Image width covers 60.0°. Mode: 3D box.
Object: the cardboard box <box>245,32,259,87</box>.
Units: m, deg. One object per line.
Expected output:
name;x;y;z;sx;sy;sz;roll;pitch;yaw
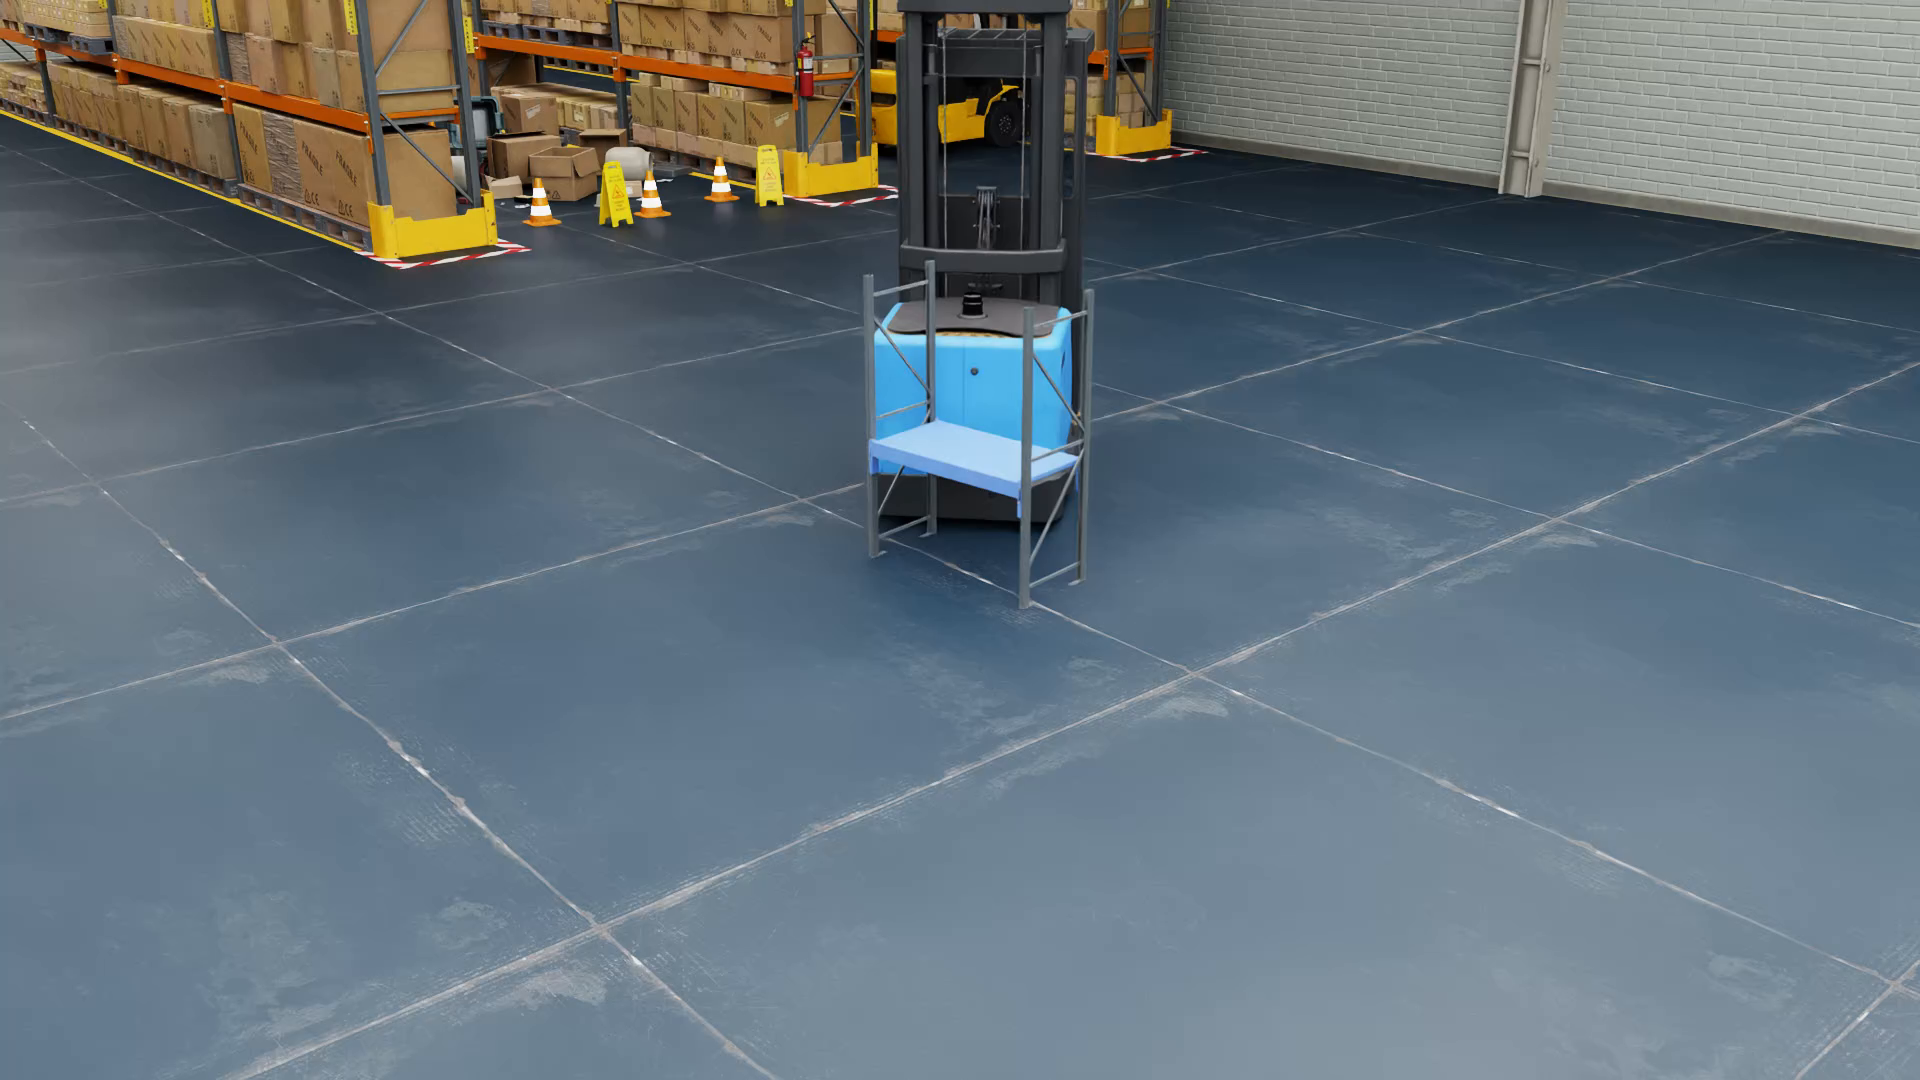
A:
cardboard box;-7.112;-5.179;17.888;0.875;0.550;0.550;-17;27;-37

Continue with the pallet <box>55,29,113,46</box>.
pallet;-11.672;-6.908;22.771;1.003;0.211;1.213;-17;27;-37

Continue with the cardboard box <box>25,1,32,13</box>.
cardboard box;-12.881;-7.493;23.362;0.380;0.149;0.250;-18;28;-38

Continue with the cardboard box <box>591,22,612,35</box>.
cardboard box;-4.599;-6.716;21.787;0.380;0.149;0.250;-17;27;-37

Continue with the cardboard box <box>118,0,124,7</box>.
cardboard box;-11.011;-7.205;22.219;0.380;0.149;0.250;-19;28;-40

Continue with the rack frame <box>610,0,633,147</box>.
rack frame;-4.054;-6.561;21.622;1.000;3.000;0.127;-17;27;-37

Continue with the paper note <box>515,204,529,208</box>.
paper note;-4.837;-3.692;18.371;0.144;0.017;0.142;-8;23;-19

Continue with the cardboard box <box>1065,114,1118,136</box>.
cardboard box;1.769;-5.608;22.385;0.500;0.250;0.500;-17;27;-37

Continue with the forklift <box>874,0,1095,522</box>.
forklift;0.212;-1.960;9.970;1.130;2.935;3.031;3;22;7

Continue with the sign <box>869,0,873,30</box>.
sign;-1.032;-5.988;18.973;0.100;0.325;0.005;-17;27;-37

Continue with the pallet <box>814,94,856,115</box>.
pallet;-1.607;-6.977;26.508;1.003;0.211;1.213;-17;27;-37

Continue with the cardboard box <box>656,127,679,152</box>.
cardboard box;-3.517;-5.104;21.097;0.500;0.250;0.500;-16;26;-34

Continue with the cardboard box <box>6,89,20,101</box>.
cardboard box;-14.652;-6.963;25.983;0.380;0.149;0.250;-19;28;-40

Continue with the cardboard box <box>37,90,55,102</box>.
cardboard box;-13.407;-6.583;24.604;0.380;0.149;0.250;-17;27;-36

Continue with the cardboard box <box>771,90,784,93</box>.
cardboard box;-2.442;-5.299;20.567;0.500;0.500;0.500;-17;27;-36

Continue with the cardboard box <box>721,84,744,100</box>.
cardboard box;-2.616;-5.337;19.775;0.380;0.149;0.250;-17;27;-37

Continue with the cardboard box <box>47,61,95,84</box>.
cardboard box;-12.678;-6.679;23.746;0.500;0.250;0.500;-19;28;-40

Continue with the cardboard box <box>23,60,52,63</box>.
cardboard box;-15.034;-7.729;27.123;0.380;0.149;0.250;-17;27;-37

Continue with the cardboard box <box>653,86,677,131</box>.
cardboard box;-3.515;-5.453;20.960;0.500;0.500;0.500;-16;27;-35

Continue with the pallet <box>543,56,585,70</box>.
pallet;-7.558;-9.520;33.000;1.003;0.211;1.213;-17;27;-37

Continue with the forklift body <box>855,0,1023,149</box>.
forklift body;-0.305;-6.333;22.204;2.313;2.155;1.214;-17;27;-37

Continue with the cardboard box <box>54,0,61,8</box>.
cardboard box;-11.859;-7.200;22.205;0.380;0.149;0.250;-16;26;-35

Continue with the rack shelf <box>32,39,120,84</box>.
rack shelf;-11.655;-6.678;22.906;1.077;0.370;4.000;-17;27;-37

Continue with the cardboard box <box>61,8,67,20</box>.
cardboard box;-11.690;-6.989;22.076;0.380;0.149;0.250;-18;27;-38

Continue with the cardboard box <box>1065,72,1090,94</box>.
cardboard box;1.440;-6.212;22.555;0.500;0.250;0.500;-17;27;-36

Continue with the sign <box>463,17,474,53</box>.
sign;-4.703;-4.820;15.882;0.100;0.325;0.005;-17;27;-37

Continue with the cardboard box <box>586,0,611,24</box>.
cardboard box;-4.530;-7.015;21.660;0.500;0.500;0.500;-18;28;-38

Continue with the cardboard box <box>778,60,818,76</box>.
cardboard box;-1.849;-5.391;18.980;0.380;0.149;0.250;-16;27;-36

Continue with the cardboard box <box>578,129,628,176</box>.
cardboard box;-4.386;-4.778;20.495;0.500;0.500;0.500;0;21;-1

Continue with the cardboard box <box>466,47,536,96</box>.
cardboard box;-7.053;-7.083;25.293;0.875;0.875;0.875;-18;28;-38

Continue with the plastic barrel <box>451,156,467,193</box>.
plastic barrel;-5.836;-4.207;19.145;0.512;0.421;0.421;0;21;-1

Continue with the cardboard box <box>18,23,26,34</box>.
cardboard box;-13.575;-7.516;24.406;0.380;0.149;0.250;-18;28;-39

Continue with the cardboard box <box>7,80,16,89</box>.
cardboard box;-14.730;-7.188;26.148;0.380;0.149;0.250;-19;28;-40

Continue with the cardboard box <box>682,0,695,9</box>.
cardboard box;-2.898;-6.625;19.869;0.700;0.500;0.500;-18;27;-38

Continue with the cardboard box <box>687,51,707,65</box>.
cardboard box;-3.078;-5.862;20.182;0.380;0.149;0.250;-18;27;-38

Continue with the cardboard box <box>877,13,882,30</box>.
cardboard box;-1.156;-7.888;25.217;0.500;0.250;0.500;-18;27;-38

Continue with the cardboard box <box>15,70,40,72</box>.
cardboard box;-14.376;-7.184;25.731;0.380;0.149;0.250;-17;27;-37

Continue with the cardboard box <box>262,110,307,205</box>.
cardboard box;-6.789;-4.122;17.734;0.875;0.875;0.875;-17;27;-37

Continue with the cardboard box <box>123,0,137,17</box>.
cardboard box;-10.064;-6.846;20.841;0.700;0.500;0.500;-18;27;-38

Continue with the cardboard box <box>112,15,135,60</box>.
cardboard box;-10.261;-6.318;20.865;0.500;0.500;0.500;-17;27;-37

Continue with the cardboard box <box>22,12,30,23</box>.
cardboard box;-13.052;-7.425;23.598;0.380;0.149;0.250;-19;28;-40

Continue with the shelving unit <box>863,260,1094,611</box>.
shelving unit;0.080;-0.547;8.325;1.048;1.500;0.538;18;27;38

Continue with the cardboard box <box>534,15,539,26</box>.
cardboard box;-5.697;-7.240;23.125;0.380;0.149;0.250;-16;27;-35

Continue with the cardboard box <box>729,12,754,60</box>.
cardboard box;-2.329;-5.865;19.300;0.500;0.500;0.500;-17;27;-37

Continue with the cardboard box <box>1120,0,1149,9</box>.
cardboard box;2.290;-7.143;22.081;0.380;0.149;0.250;-18;28;-39

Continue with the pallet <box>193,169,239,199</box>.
pallet;-8.299;-4.252;19.550;1.003;0.211;1.213;-17;27;-37

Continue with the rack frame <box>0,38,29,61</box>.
rack frame;-15.571;-8.670;27.007;1.000;3.000;0.127;-17;27;-37

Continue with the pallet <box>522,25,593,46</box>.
pallet;-5.342;-7.040;23.108;1.003;0.211;1.213;-17;27;-37

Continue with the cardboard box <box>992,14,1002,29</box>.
cardboard box;0.792;-7.182;23.071;0.500;0.500;0.500;-17;27;-37

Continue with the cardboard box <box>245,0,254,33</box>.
cardboard box;-7.076;-5.693;17.720;0.875;0.550;0.550;-17;27;-37

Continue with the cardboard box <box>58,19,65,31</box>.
cardboard box;-11.853;-6.921;22.310;0.380;0.149;0.250;-16;27;-36

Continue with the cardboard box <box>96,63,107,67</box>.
cardboard box;-11.957;-6.655;23.686;0.500;0.250;0.500;-16;26;-35
